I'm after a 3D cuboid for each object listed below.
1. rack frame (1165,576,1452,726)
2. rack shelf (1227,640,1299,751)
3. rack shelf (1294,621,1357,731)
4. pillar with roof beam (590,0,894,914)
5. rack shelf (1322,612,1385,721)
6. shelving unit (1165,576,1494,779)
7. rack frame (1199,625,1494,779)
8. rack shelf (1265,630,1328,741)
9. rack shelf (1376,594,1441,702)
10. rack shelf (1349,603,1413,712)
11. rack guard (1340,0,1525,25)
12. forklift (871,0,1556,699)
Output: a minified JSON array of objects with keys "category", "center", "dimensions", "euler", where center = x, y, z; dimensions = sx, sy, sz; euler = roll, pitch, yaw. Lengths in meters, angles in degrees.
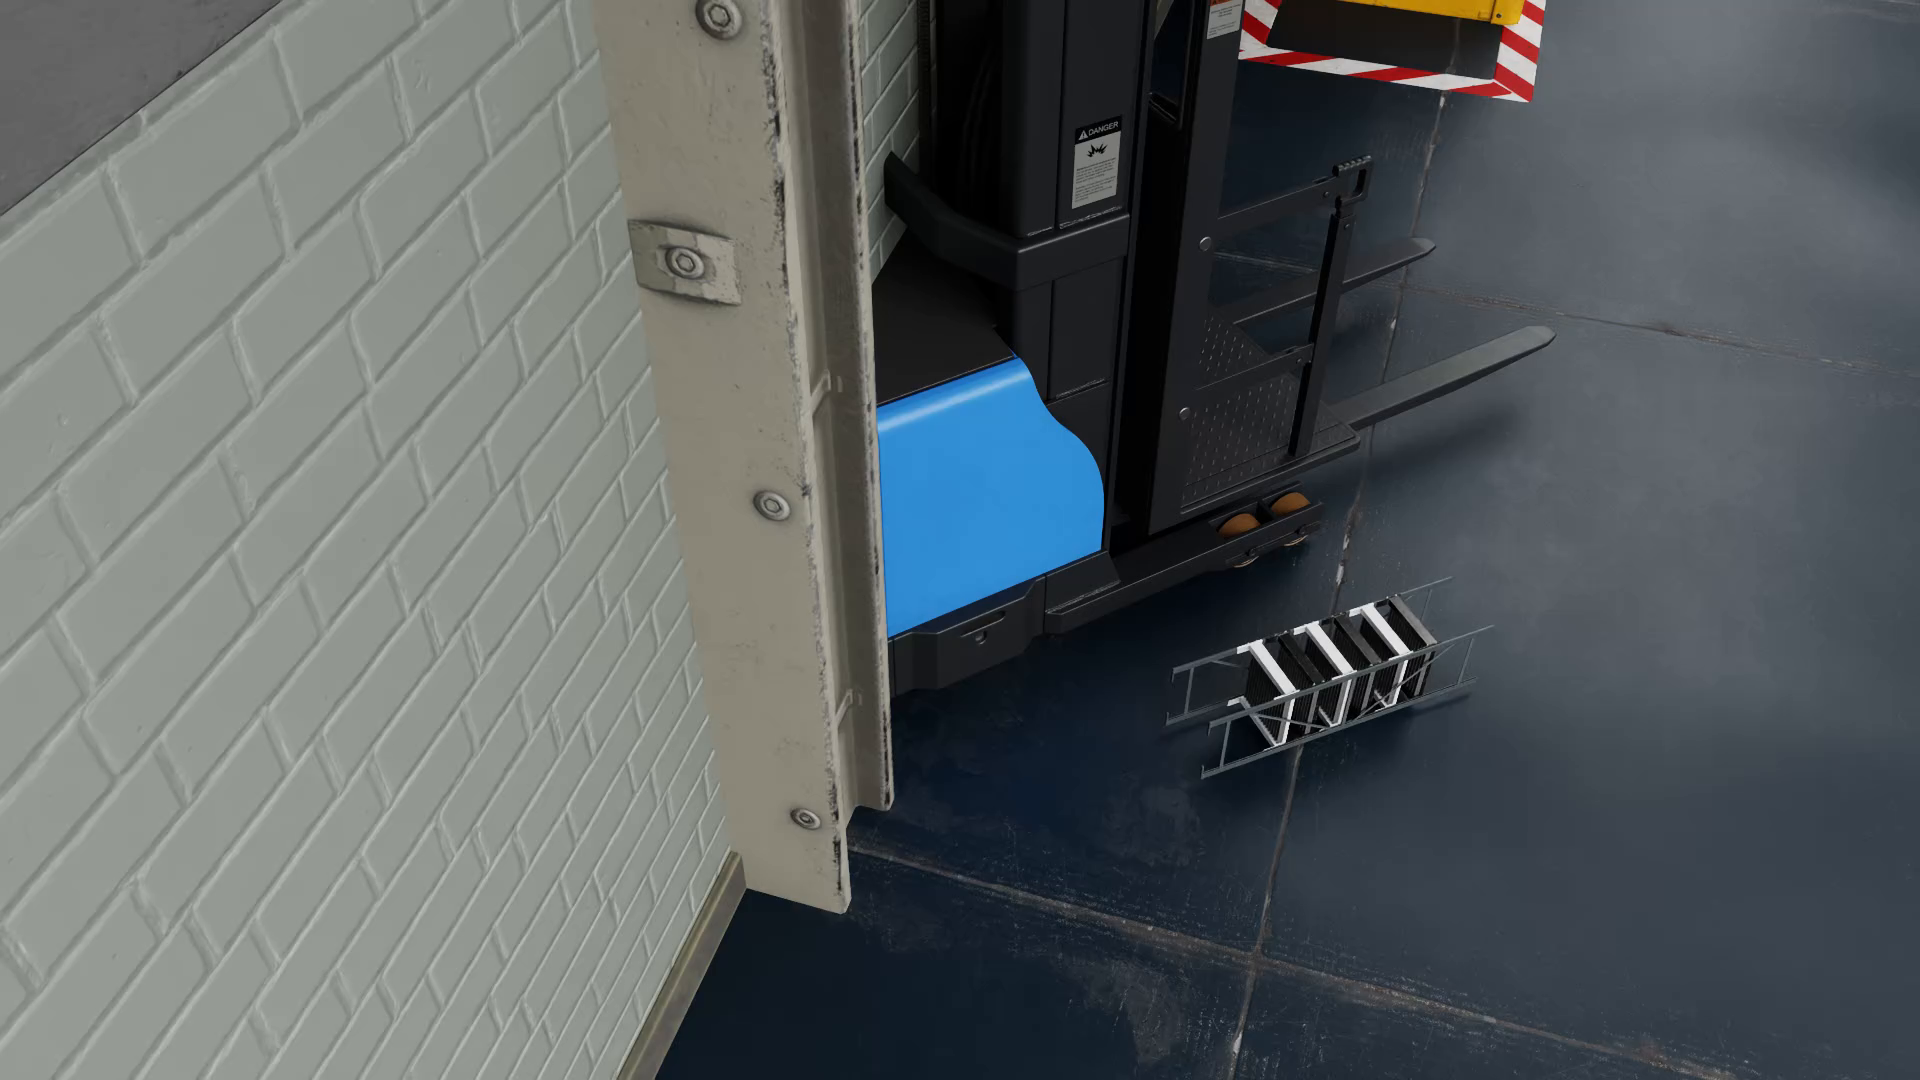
[{"category":"rack frame","center":[0.992,0.313,4.719],"dimensions":[0.900,0.240,0.006],"euler":[-16,47,-16]},{"category":"rack shelf","center":[0.835,0.437,4.593],"dimensions":[0.077,0.258,0.200],"euler":[-16,47,-16]},{"category":"rack shelf","center":[1.001,0.388,4.643],"dimensions":[0.077,0.258,0.200],"euler":[-16,47,-16]},{"category":"pillar with roof beam","center":[3.719,-1.508,0.357],"dimensions":[9.100,9.000,0.400],"euler":[13,46,13]},{"category":"rack shelf","center":[1.083,0.364,4.668],"dimensions":[0.077,0.258,0.200],"euler":[-16,47,-16]},{"category":"shelving unit","center":[1.031,0.379,4.652],"dimensions":[0.900,0.258,0.210],"euler":[-16,47,-16]},{"category":"rack frame","center":[1.071,0.445,4.585],"dimensions":[0.900,0.240,0.006],"euler":[-16,47,-16]},{"category":"rack shelf","center":[0.918,0.412,4.618],"dimensions":[0.077,0.258,0.200],"euler":[-16,47,-16]},{"category":"rack shelf","center":[1.249,0.315,4.718],"dimensions":[0.077,0.258,0.200],"euler":[-16,47,-16]},{"category":"rack shelf","center":[1.166,0.339,4.693],"dimensions":[0.077,0.258,0.200],"euler":[-16,47,-16]},{"category":"rack guard","center":[2.069,-2.783,7.736],"dimensions":[1.175,0.500,0.348],"euler":[13,46,13]},{"category":"forklift","center":[0.546,-1.264,4.447],"dimensions":[3.031,2.935,1.130],"euler":[-22,48,-21]}]
